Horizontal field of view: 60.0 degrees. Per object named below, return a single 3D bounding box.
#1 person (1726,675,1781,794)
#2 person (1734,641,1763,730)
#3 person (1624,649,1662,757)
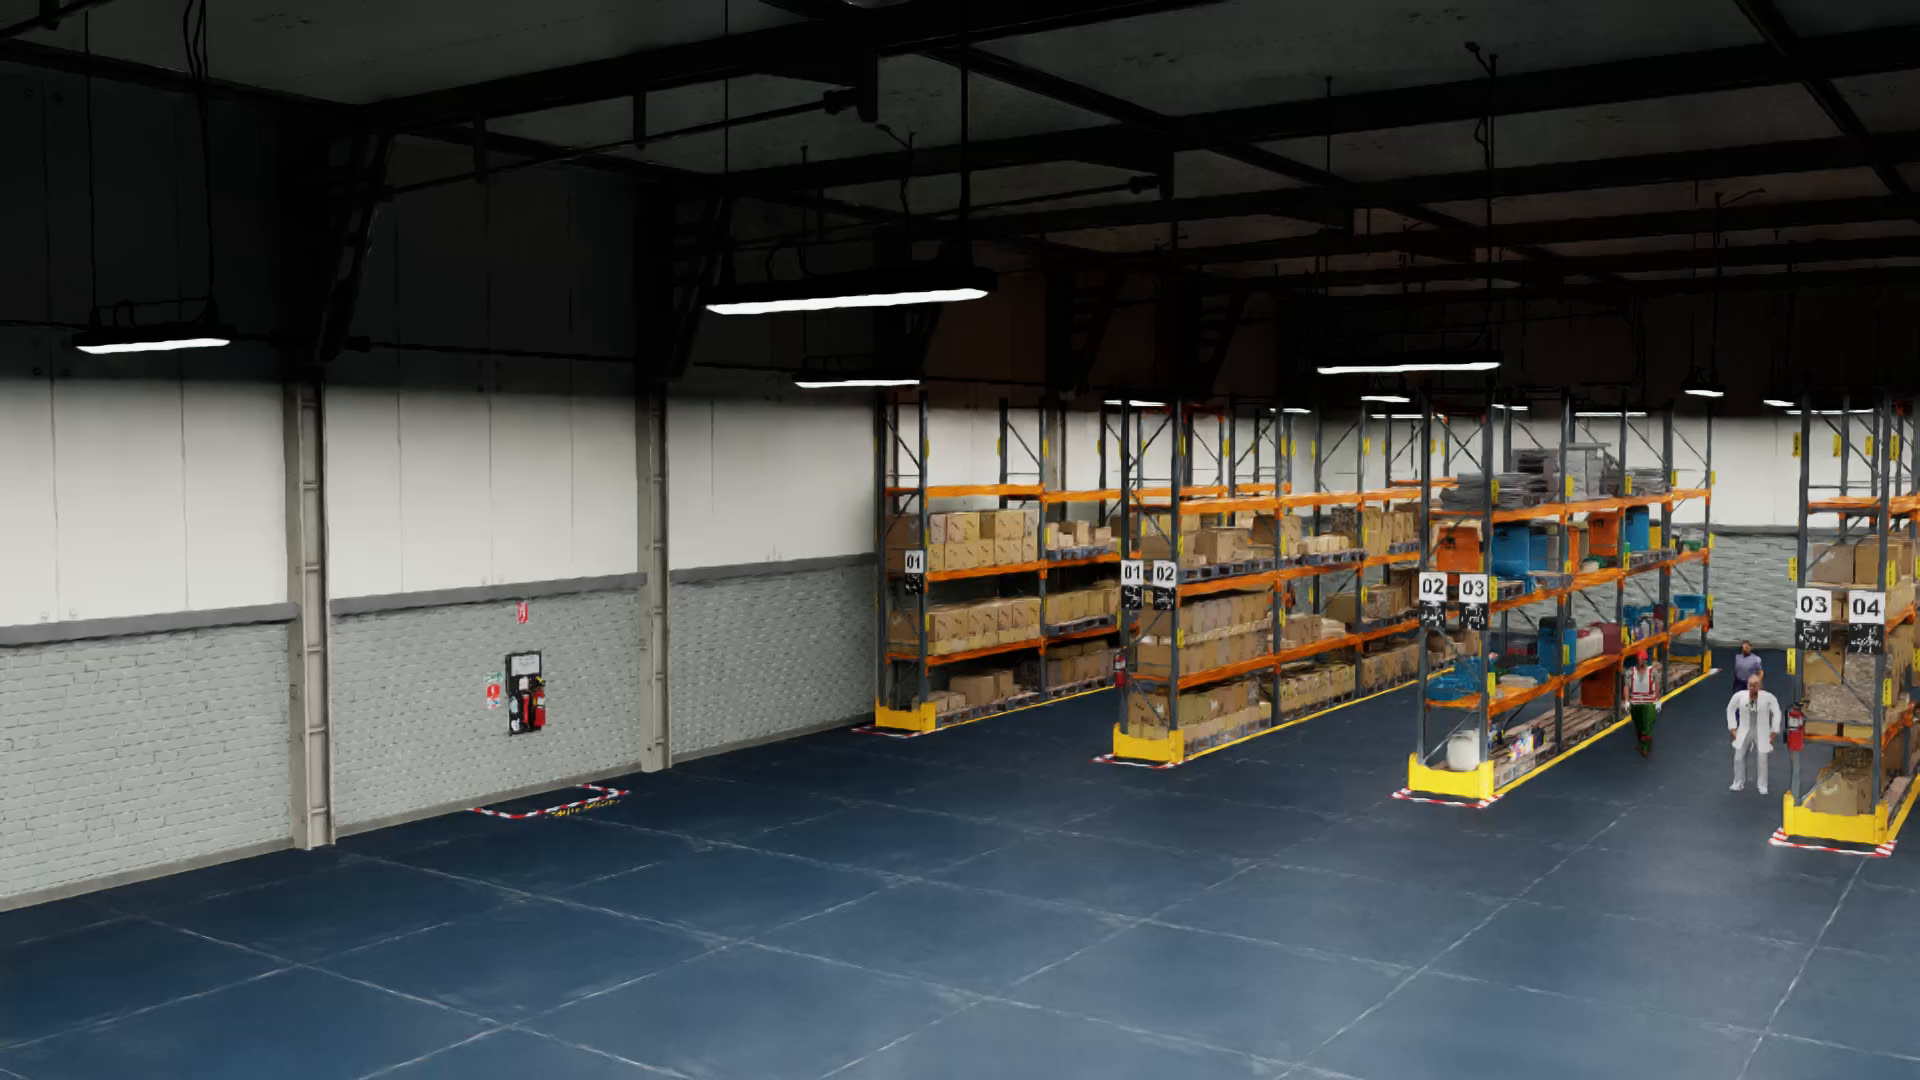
[{"bbox_3d":[11.481,2.854,24.094,0.712,1.631,0.546,2,4,33],"label":"person"},{"bbox_3d":[13.959,2.574,29.454,0.491,1.577,1.001,2,4,33],"label":"person"},{"bbox_3d":[11.081,2.626,27.046,0.557,1.705,1.116,2,4,32],"label":"person"}]
